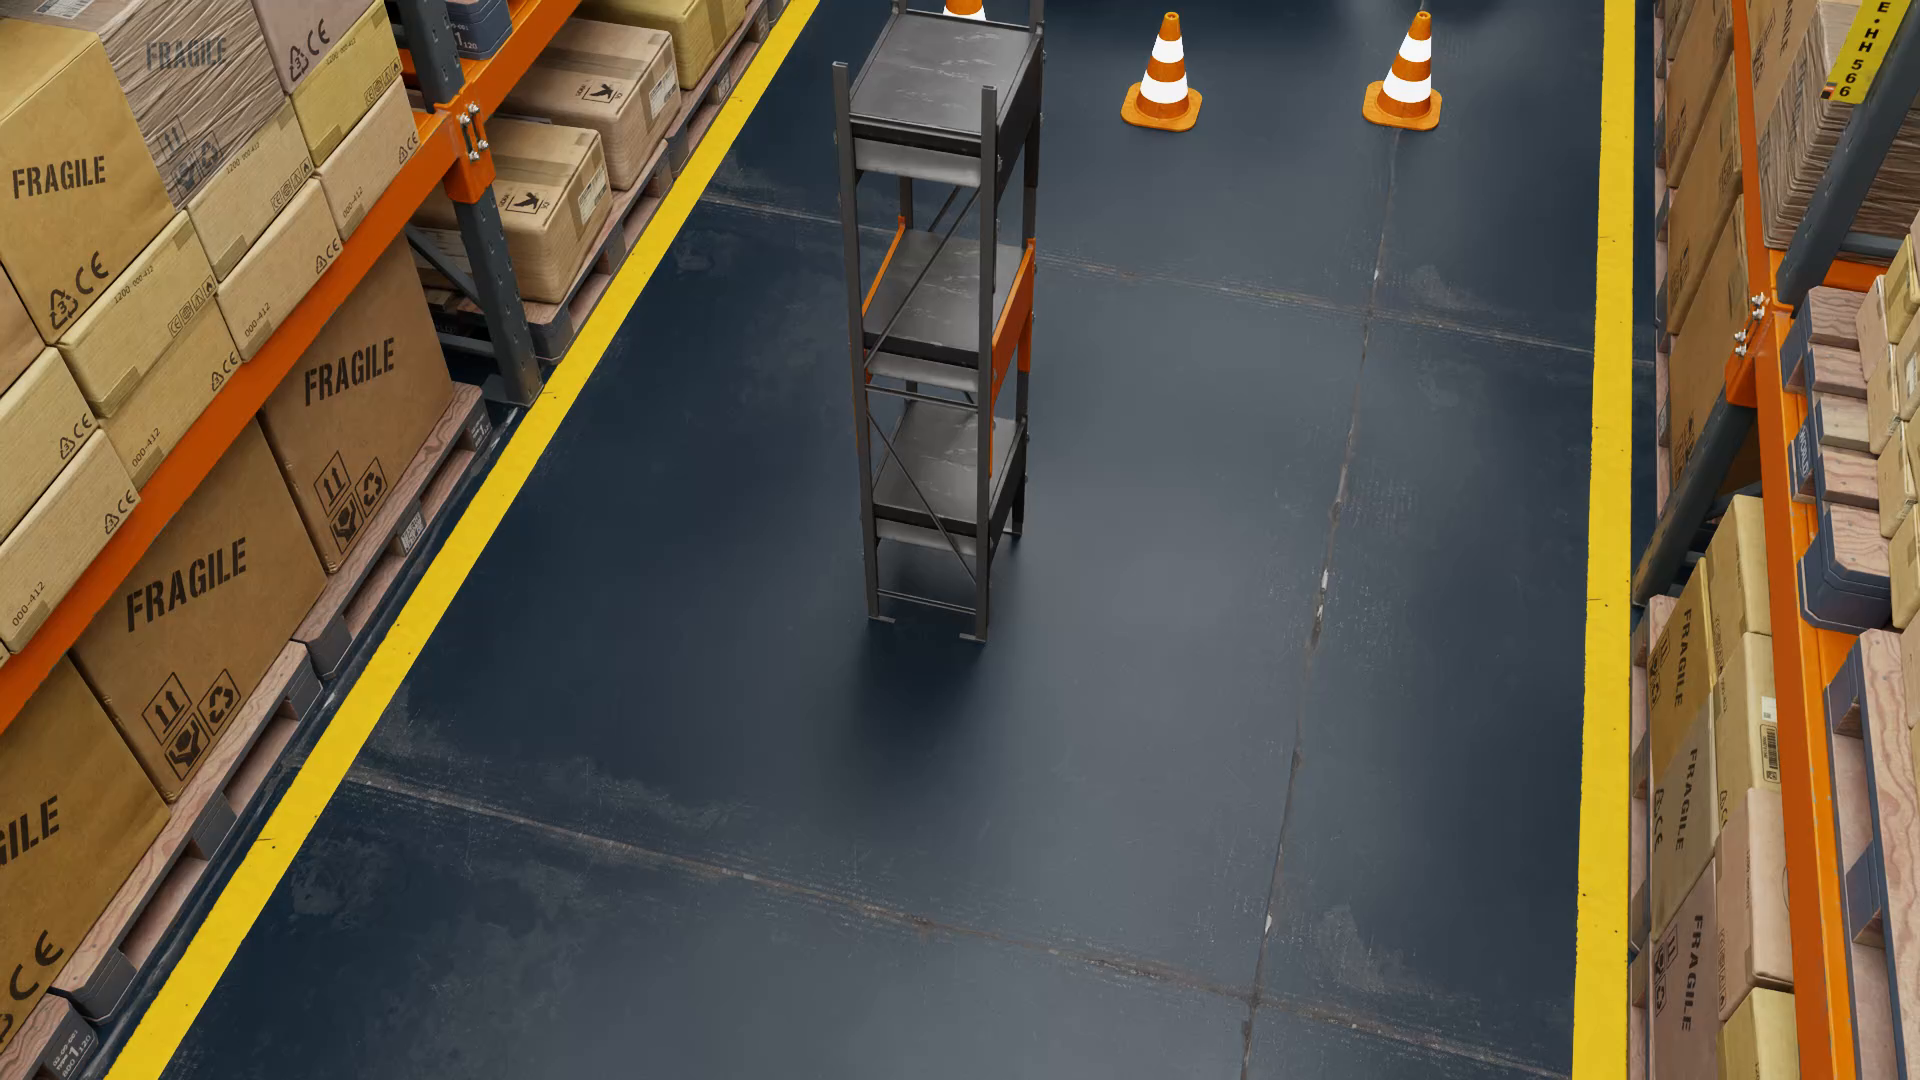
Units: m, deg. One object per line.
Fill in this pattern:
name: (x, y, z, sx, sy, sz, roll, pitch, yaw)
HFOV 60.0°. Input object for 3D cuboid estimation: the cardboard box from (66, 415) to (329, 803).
cardboard box: (-2.562, 0.071, 4.823, 0.875, 0.875, 0.875, 12, 50, 10)

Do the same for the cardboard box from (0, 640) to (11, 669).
cardboard box: (-2.458, 0.314, 3.572, 0.500, 0.250, 0.500, 11, 50, 10)

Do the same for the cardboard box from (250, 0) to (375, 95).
cardboard box: (-1.945, -1.559, 4.391, 0.500, 0.500, 0.500, 10, 49, 9)

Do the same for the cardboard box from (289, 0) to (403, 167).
cardboard box: (-1.943, -1.336, 4.695, 0.500, 0.250, 0.500, 11, 50, 10)

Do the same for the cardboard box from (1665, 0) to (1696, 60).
cardboard box: (3.717, -2.538, 7.209, 1.050, 0.750, 0.750, 11, 50, 10)

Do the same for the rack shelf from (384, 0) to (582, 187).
rack shelf: (-1.534, -2.829, 6.726, 1.077, 0.370, 4.000, 12, 50, 10)

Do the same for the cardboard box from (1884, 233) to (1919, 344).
cardboard box: (2.420, -0.561, 3.933, 0.380, 0.149, 0.250, 14, 50, 12)

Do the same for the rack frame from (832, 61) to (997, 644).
rack frame: (-0.108, -0.399, 4.701, 0.400, 2.100, 0.015, 12, 50, 10)

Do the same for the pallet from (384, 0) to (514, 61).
pallet: (-1.976, -2.093, 5.725, 1.213, 0.211, 1.003, 12, 50, 10)

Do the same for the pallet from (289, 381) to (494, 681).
pallet: (-2.341, -0.142, 5.735, 1.003, 0.211, 1.213, 12, 50, 10)

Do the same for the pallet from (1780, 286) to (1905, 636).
pallet: (2.656, -0.117, 3.980, 1.213, 0.211, 1.003, 12, 50, 10)

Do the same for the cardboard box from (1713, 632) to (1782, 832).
cardboard box: (2.193, 0.541, 4.159, 0.500, 0.250, 0.500, 11, 49, 10)

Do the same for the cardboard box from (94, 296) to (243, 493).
cardboard box: (-2.211, -0.420, 4.220, 0.500, 0.250, 0.500, 11, 50, 10)

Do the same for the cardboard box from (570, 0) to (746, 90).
cardboard box: (-1.511, -2.379, 7.322, 0.950, 0.372, 0.625, 13, 50, 11)

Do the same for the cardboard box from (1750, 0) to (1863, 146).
cardboard box: (2.733, -1.489, 4.997, 0.500, 0.500, 0.500, 12, 50, 10)

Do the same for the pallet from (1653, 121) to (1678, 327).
pallet: (3.344, -1.229, 6.694, 1.003, 0.211, 1.213, 12, 50, 10)

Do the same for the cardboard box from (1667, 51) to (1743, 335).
cardboard box: (3.215, -1.167, 5.999, 1.050, 0.750, 0.750, 12, 50, 11)

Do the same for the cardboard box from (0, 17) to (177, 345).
cardboard box: (-2.209, -0.828, 3.746, 0.500, 0.500, 0.500, 12, 50, 10)

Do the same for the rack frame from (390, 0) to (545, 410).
rack frame: (-2.061, -1.620, 5.179, 1.000, 3.000, 0.127, 12, 50, 10)

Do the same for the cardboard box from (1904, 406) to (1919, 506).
cardboard box: (2.284, -0.170, 3.589, 0.380, 0.149, 0.250, 10, 49, 9)

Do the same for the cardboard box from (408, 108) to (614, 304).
cardboard box: (-1.903, -1.296, 6.366, 0.950, 0.372, 0.625, 9, 49, 7)

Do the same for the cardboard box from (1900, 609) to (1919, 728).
cardboard box: (2.150, 0.289, 3.381, 0.380, 0.149, 0.250, 13, 50, 11)

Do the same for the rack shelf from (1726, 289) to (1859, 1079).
rack shelf: (2.215, 0.968, 3.375, 1.077, 0.370, 4.000, 12, 50, 10)

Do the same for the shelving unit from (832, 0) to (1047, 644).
shelving unit: (-0.044, -0.575, 4.857, 0.431, 2.100, 0.503, 12, 50, 10)

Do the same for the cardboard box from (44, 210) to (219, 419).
cardboard box: (-2.190, -0.590, 4.036, 0.500, 0.250, 0.500, 10, 49, 9)

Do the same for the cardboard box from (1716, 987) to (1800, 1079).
cardboard box: (1.914, 1.274, 3.512, 0.500, 0.250, 0.500, 10, 49, 8)

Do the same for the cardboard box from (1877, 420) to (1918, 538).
cardboard box: (2.287, -0.099, 3.724, 0.380, 0.149, 0.250, 14, 50, 12)

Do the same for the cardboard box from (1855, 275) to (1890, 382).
cardboard box: (2.429, -0.488, 4.068, 0.380, 0.149, 0.250, 11, 49, 10)

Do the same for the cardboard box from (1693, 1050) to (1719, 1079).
cardboard box: (1.915, 1.539, 3.778, 0.500, 0.500, 0.500, 11, 49, 9)

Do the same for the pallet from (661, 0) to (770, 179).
pallet: (-1.531, -2.142, 7.500, 1.003, 0.211, 1.213, 12, 50, 10)

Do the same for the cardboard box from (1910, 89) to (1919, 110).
cardboard box: (2.869, -1.403, 4.254, 0.700, 0.500, 0.500, 11, 50, 10)

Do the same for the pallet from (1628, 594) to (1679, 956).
pallet: (2.534, 0.771, 4.929, 1.003, 0.211, 1.213, 12, 50, 10)

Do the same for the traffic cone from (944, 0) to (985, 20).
traffic cone: (0.016, -2.501, 7.649, 0.336, 0.463, 0.334, 12, 50, 10)

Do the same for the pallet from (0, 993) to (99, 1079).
pallet: (-2.983, 1.623, 4.177, 1.003, 0.211, 1.213, 12, 50, 10)

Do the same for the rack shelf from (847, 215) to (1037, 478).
rack shelf: (-0.044, -0.566, 4.867, 0.431, 0.518, 0.480, 12, 50, 10)

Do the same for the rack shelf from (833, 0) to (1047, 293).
rack shelf: (-0.044, -1.029, 4.342, 0.431, 0.518, 0.480, 12, 50, 10)

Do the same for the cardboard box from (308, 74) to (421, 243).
cardboard box: (-1.944, -1.154, 4.867, 0.500, 0.250, 0.500, 10, 49, 9)

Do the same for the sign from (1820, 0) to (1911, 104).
sign: (2.205, -1.207, 4.042, 0.100, 0.325, 0.005, 12, 50, 10)

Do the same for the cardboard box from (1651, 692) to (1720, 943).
cardboard box: (2.180, 0.797, 4.433, 0.500, 0.500, 0.500, 12, 50, 10)
